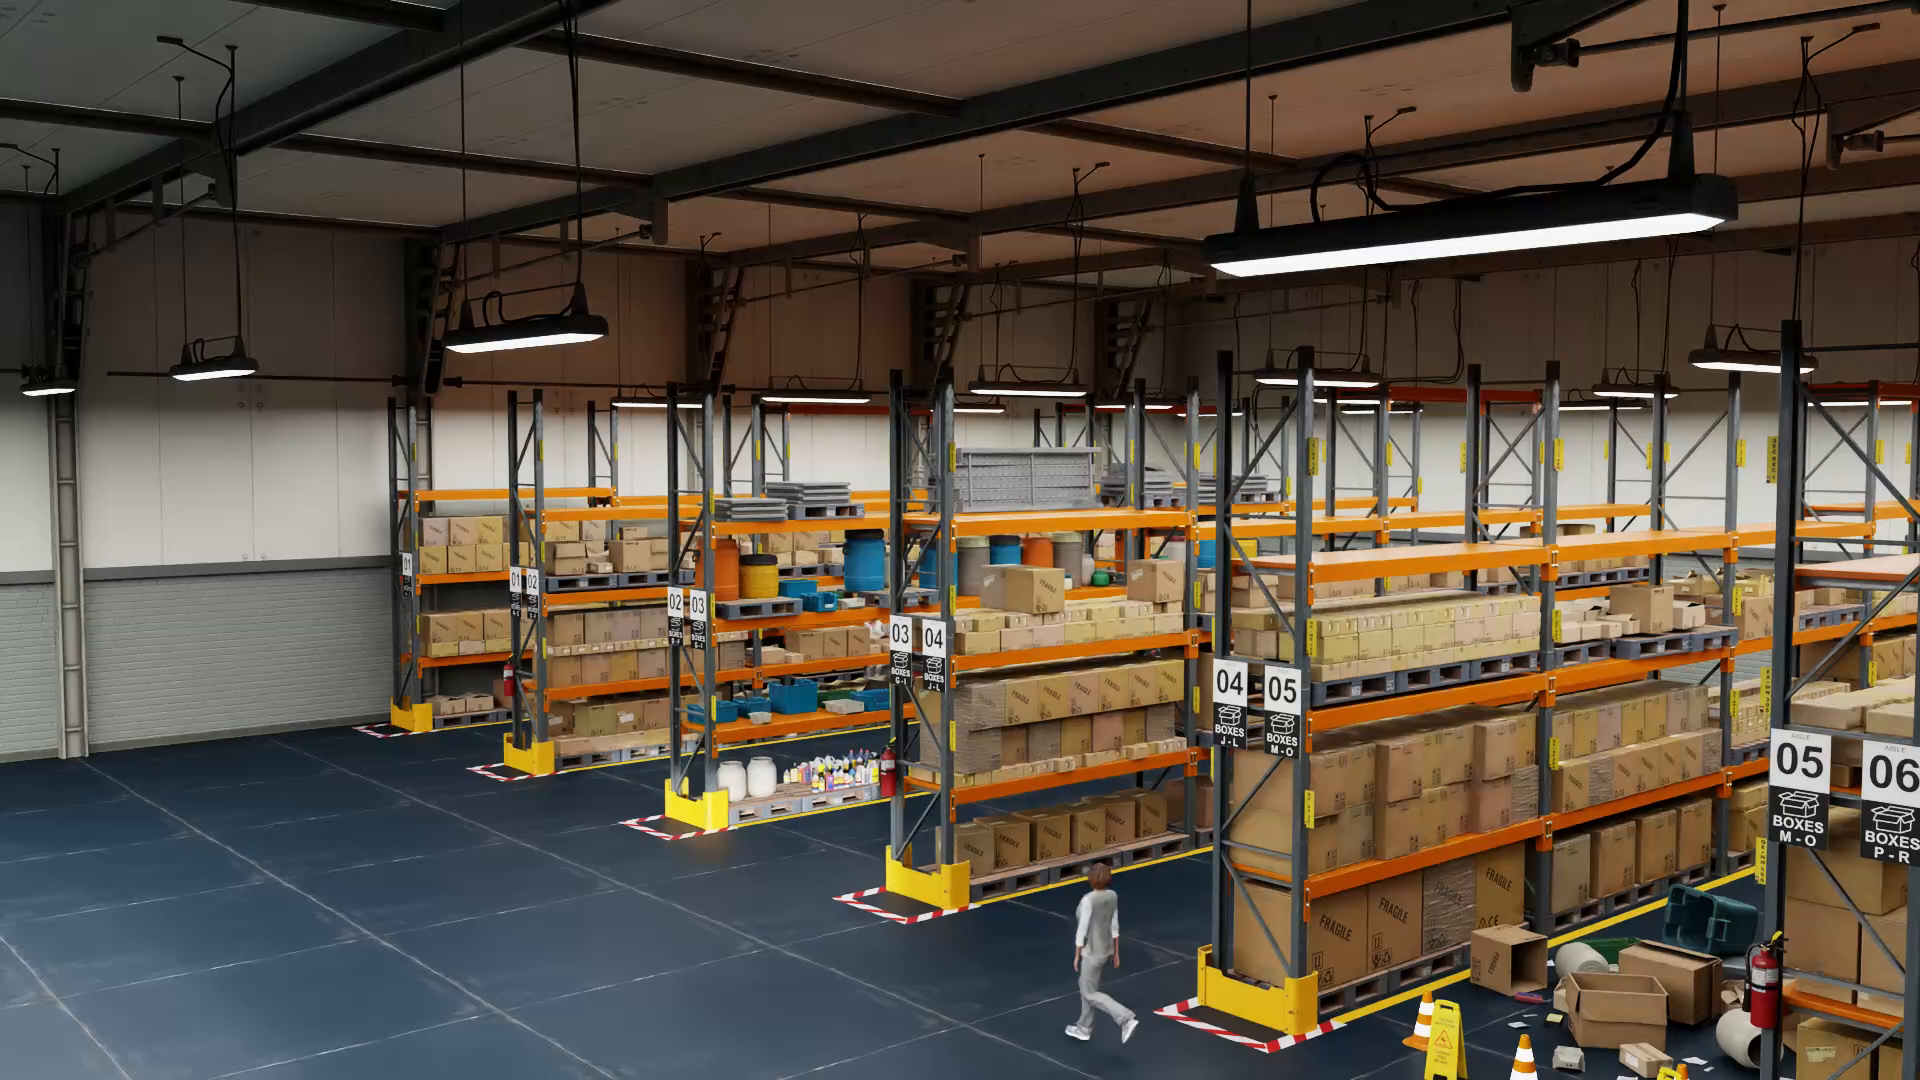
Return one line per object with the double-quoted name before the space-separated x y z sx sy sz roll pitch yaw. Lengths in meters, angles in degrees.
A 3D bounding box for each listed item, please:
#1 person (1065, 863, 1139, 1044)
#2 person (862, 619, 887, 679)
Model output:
"person" 1.200 3.548 14.203 0.760 1.561 0.407 2 4 27
"person" -1.774 2.300 34.199 0.615 1.798 0.550 1 4 20
